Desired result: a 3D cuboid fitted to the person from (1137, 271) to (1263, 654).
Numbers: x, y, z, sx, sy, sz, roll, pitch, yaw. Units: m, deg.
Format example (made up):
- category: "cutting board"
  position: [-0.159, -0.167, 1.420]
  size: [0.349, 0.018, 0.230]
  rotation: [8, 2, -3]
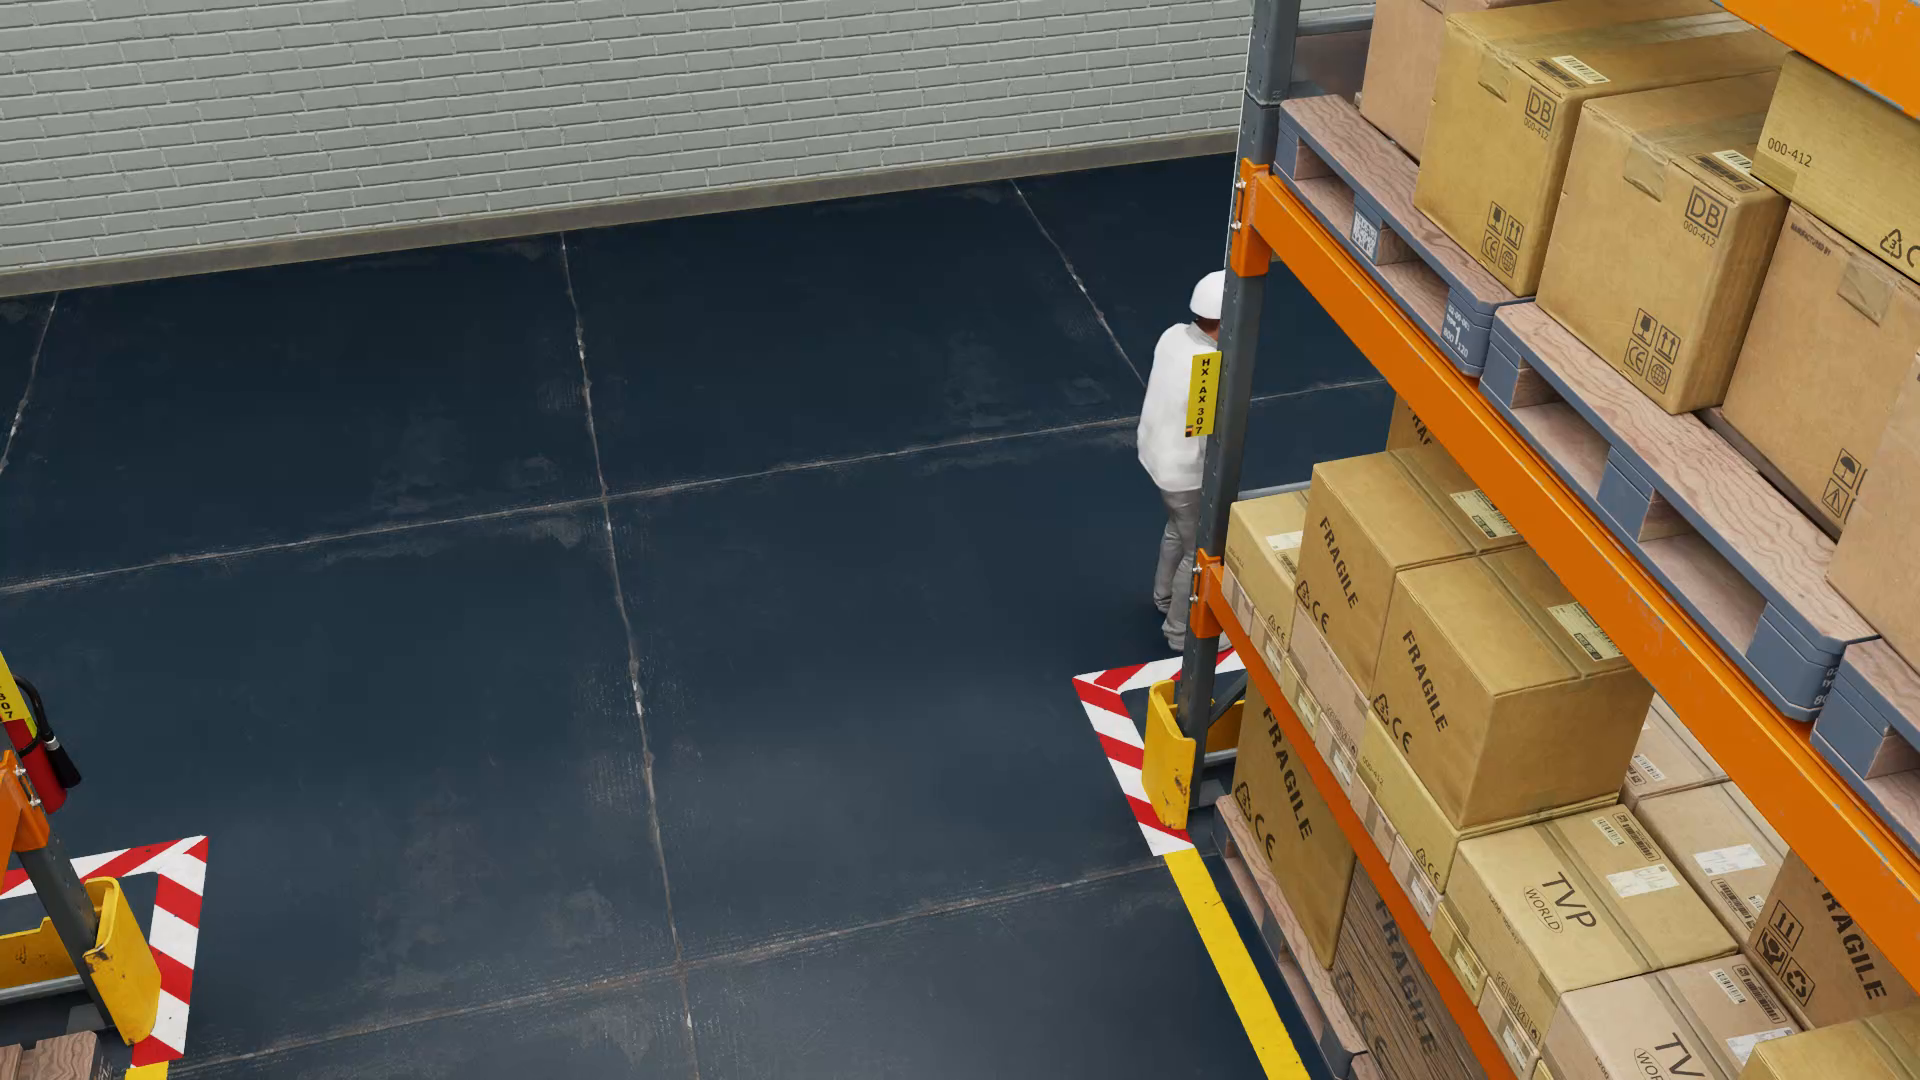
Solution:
- category: "person"
  position: [1.000, -0.339, 7.127]
  size: [0.464, 1.772, 0.589]
  rotation: [-10, 39, -13]
